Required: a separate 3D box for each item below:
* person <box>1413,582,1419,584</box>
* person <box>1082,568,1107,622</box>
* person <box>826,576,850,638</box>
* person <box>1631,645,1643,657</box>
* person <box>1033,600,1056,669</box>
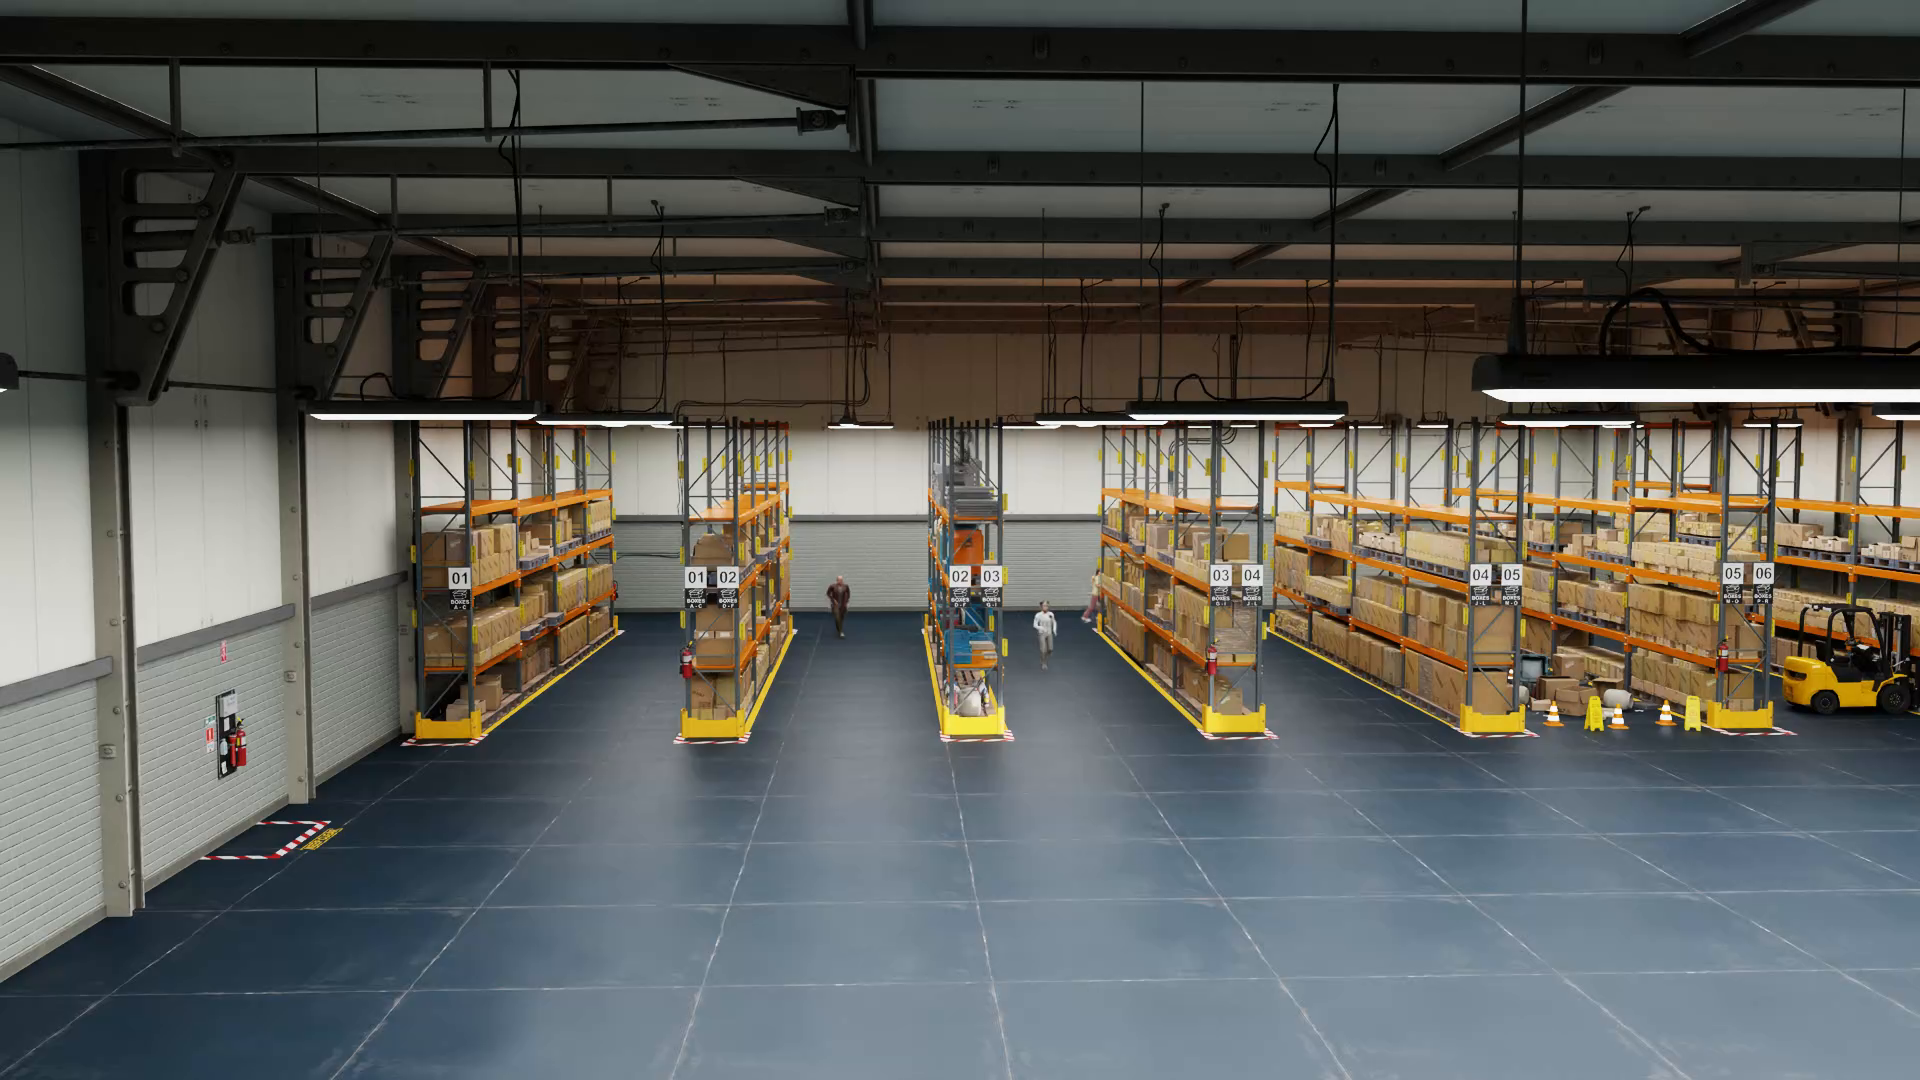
[{"bbox_3d":[11.862,2.015,43.427,0.671,1.829,0.901,0,4,-6],"label":"person"},{"bbox_3d":[4.013,1.683,49.447,0.821,1.725,0.561,1,4,19],"label":"person"},{"bbox_3d":[-3.402,1.837,46.420,0.686,1.727,0.823,-1,4,-12],"label":"person"},{"bbox_3d":[16.366,2.248,40.150,0.579,1.688,0.902,-1,4,-11],"label":"person"},{"bbox_3d":[2.075,2.283,40.079,0.605,1.659,0.538,-1,4,-10],"label":"person"}]
